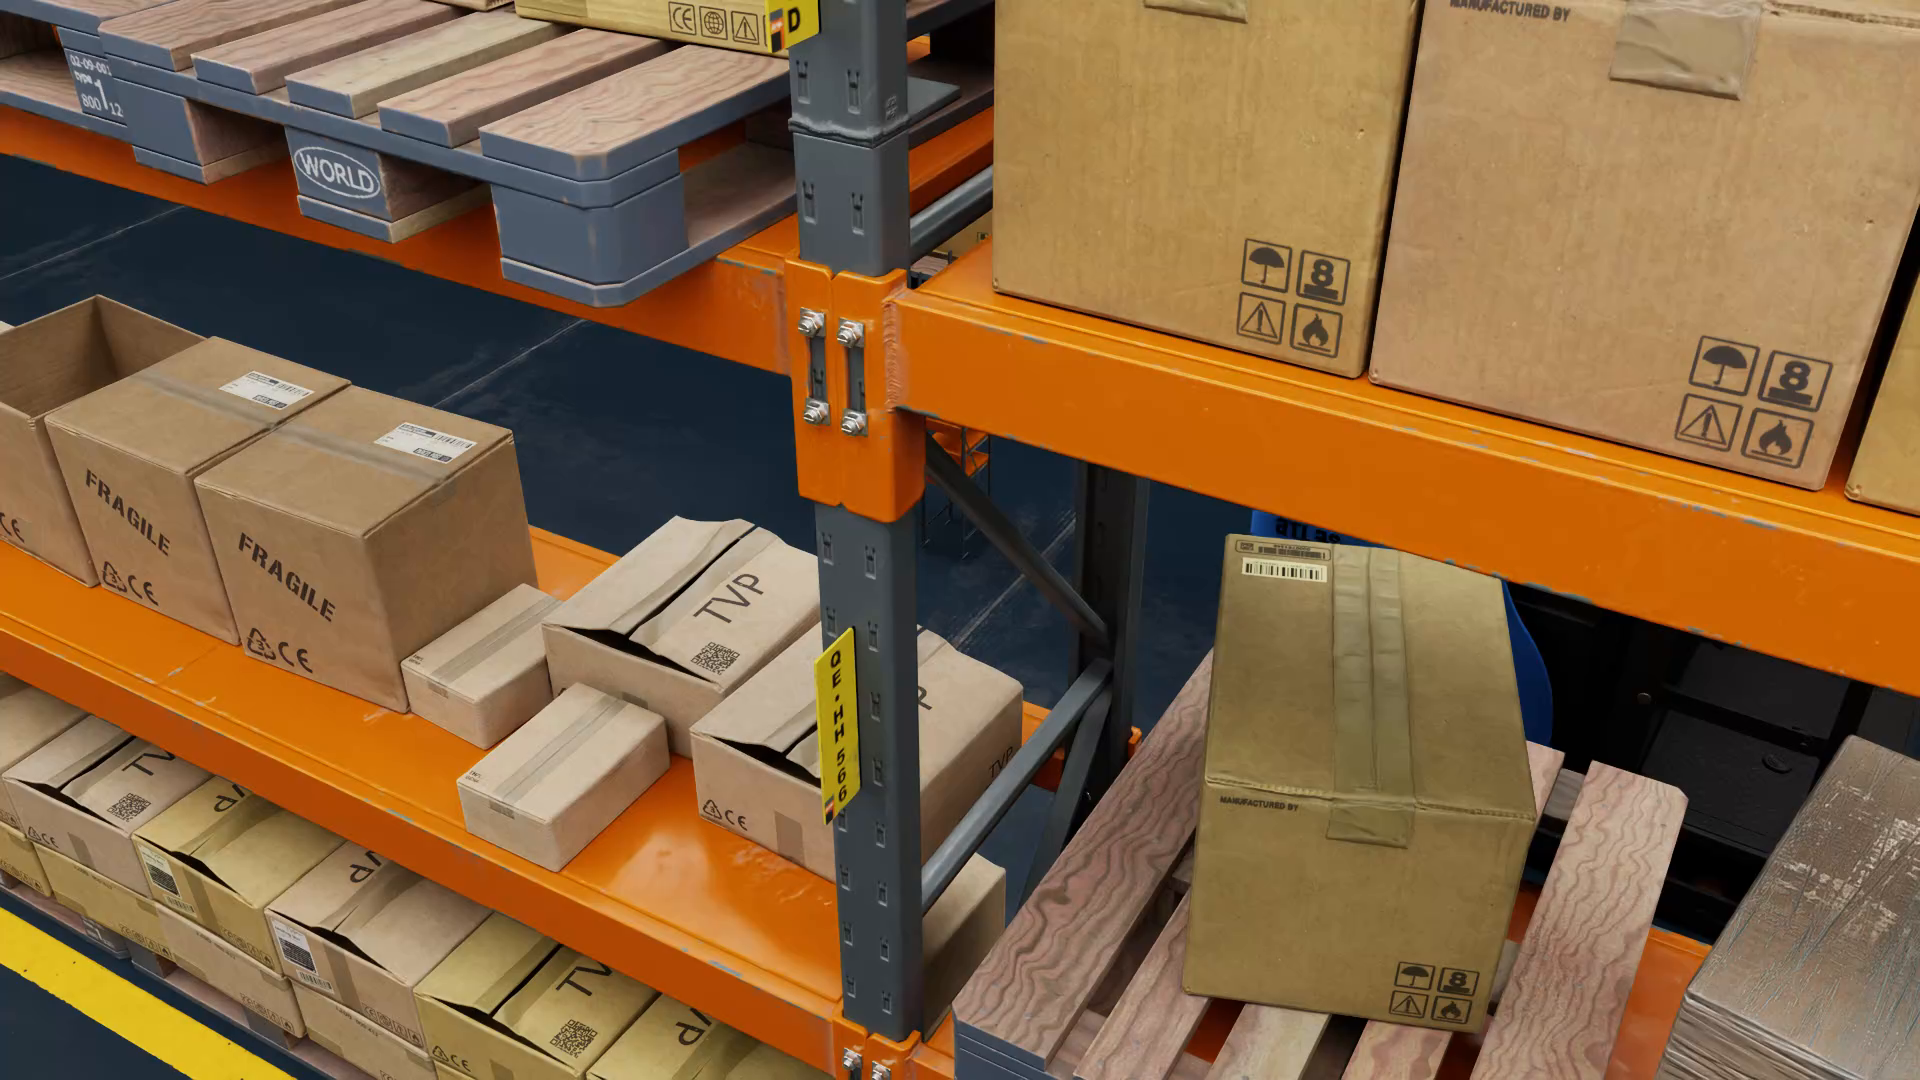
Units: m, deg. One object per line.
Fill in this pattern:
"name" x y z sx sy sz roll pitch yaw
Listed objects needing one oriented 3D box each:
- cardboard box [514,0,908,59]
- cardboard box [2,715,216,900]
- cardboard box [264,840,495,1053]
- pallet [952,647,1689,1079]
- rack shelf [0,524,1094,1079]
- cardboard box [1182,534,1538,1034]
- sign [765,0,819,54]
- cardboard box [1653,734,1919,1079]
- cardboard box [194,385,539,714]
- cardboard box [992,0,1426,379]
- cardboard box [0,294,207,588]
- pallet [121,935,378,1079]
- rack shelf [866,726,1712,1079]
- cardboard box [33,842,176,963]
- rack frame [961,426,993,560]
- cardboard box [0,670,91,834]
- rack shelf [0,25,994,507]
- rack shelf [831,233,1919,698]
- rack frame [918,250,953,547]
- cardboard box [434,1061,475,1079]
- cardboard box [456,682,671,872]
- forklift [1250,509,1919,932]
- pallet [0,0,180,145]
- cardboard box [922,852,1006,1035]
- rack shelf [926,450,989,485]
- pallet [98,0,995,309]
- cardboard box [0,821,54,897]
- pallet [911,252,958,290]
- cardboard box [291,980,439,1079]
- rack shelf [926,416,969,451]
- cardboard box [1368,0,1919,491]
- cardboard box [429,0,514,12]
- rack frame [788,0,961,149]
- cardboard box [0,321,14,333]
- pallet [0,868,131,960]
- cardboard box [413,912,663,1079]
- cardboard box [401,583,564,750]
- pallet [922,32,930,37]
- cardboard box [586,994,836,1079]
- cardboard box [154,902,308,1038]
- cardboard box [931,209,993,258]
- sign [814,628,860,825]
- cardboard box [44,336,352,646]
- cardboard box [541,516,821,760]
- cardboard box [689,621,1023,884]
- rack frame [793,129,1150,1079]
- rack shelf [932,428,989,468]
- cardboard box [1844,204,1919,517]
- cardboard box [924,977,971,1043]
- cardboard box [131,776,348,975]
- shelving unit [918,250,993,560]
"cardboard box" -0.337 -0.954 2.526 0.500 0.250 0.500 15 36 21
"cardboard box" -2.271 0.656 4.654 0.500 0.311 0.500 16 37 23
"cardboard box" -1.383 0.935 4.235 0.500 0.311 0.500 17 37 24
"pallet" 0.708 0.737 3.110 1.003 0.211 1.213 18 37 24
"rack shelf" -1.652 0.254 4.311 4.000 0.370 1.077 18 37 24
"cardboard box" 0.687 0.407 2.963 0.500 0.500 0.700 6 34 9
"sign" -0.198 -0.727 1.892 0.005 0.325 0.100 18 37 24
"cardboard box" 1.387 0.751 2.448 0.500 0.500 0.700 25 41 33
"cardboard box" -1.380 0.009 3.939 0.500 0.500 0.500 16 37 22
"cardboard box" 0.480 -0.682 2.271 0.500 0.500 0.910 18 37 24
"cardboard box" -2.272 -0.273 4.364 0.500 0.500 0.500 20 39 28
"pallet" -1.666 1.084 4.932 1.213 0.211 1.003 18 37 24
"rack shelf" 1.821 1.354 2.659 4.000 0.370 1.077 18 37 24
"cardboard box" -2.267 0.887 4.814 0.500 0.250 0.500 16 37 23
"rack frame" 0.067 -0.478 6.386 0.006 1.200 0.240 18 37 24
"cardboard box" -2.721 0.515 4.867 0.500 0.311 0.500 17 37 24
"rack shelf" -1.652 -0.995 3.480 4.000 0.370 1.077 18 37 24
"rack shelf" 1.821 0.106 1.828 4.000 0.370 1.077 18 37 24
"rack frame" -0.092 -0.529 6.461 0.006 1.200 0.240 18 37 24
"cardboard box" -0.942 1.307 4.183 0.500 0.250 0.500 17 37 24
"cardboard box" -0.833 0.495 3.527 0.250 0.149 0.380 18 37 24
"forklift" 2.428 -0.327 4.596 3.031 2.935 1.130 20 38 27
"pallet" -1.521 -1.115 3.182 1.213 0.211 1.003 19 38 27
"cardboard box" -0.224 0.955 4.205 0.500 0.311 0.500 19 38 26
"rack shelf" -0.013 -0.267 6.581 0.180 0.103 0.258 18 37 24
"pallet" -0.549 -0.809 2.723 1.003 0.211 1.213 19 38 27
"cardboard box" -2.718 0.746 5.026 0.500 0.250 0.500 19 38 26
"pallet" -0.257 -1.606 8.972 1.213 0.211 1.003 18 37 24
"cardboard box" -1.377 1.167 4.393 0.500 0.250 0.500 18 38 25
"rack shelf" -0.013 -0.466 6.448 0.180 0.103 0.258 18 37 24
"cardboard box" 0.923 -0.542 2.060 0.500 0.500 0.910 18 37 24
"cardboard box" -0.801 -1.089 2.730 0.500 0.250 0.500 19 38 26
"rack frame" 0.085 -1.992 1.623 0.127 3.000 1.000 18 37 24
"cardboard box" -2.939 -0.419 4.808 0.500 0.250 0.500 20 39 27
"pallet" -2.729 0.749 5.435 1.213 0.211 1.003 18 37 24
"cardboard box" -0.947 1.076 4.025 0.500 0.311 0.500 17 37 24
"cardboard box" -1.050 0.286 3.842 0.250 0.149 0.380 21 39 28
"pallet" -0.342 -2.620 8.152 1.213 0.211 1.003 18 37 24
"cardboard box" -0.492 1.215 3.815 0.500 0.311 0.500 19 38 26
"cardboard box" -1.825 1.027 4.603 0.500 0.250 0.500 18 38 25
"cardboard box" 0.187 -1.811 8.621 0.500 0.500 0.700 17 37 23
"sign" -0.188 0.291 2.563 0.005 0.325 0.100 18 37 24
"cardboard box" -1.837 -0.135 4.157 0.500 0.500 0.500 18 38 24
"cardboard box" -0.596 0.203 3.820 0.500 0.311 0.500 17 37 24
"cardboard box" -0.209 0.421 3.492 0.500 0.311 0.500 20 39 27
"rack frame" 0.085 0.505 3.286 0.127 3.000 1.000 18 37 24
"rack shelf" -0.013 -0.367 6.515 0.180 0.103 0.258 18 37 24
"cardboard box" 1.375 -0.399 1.846 0.500 0.500 0.910 18 37 24
"cardboard box" -0.224 1.189 4.360 0.500 0.250 0.500 17 37 24
"cardboard box" -1.817 0.796 4.444 0.500 0.311 0.500 19 38 26
"shelving unit" -0.013 -0.503 6.423 0.189 1.200 0.258 18 37 24
